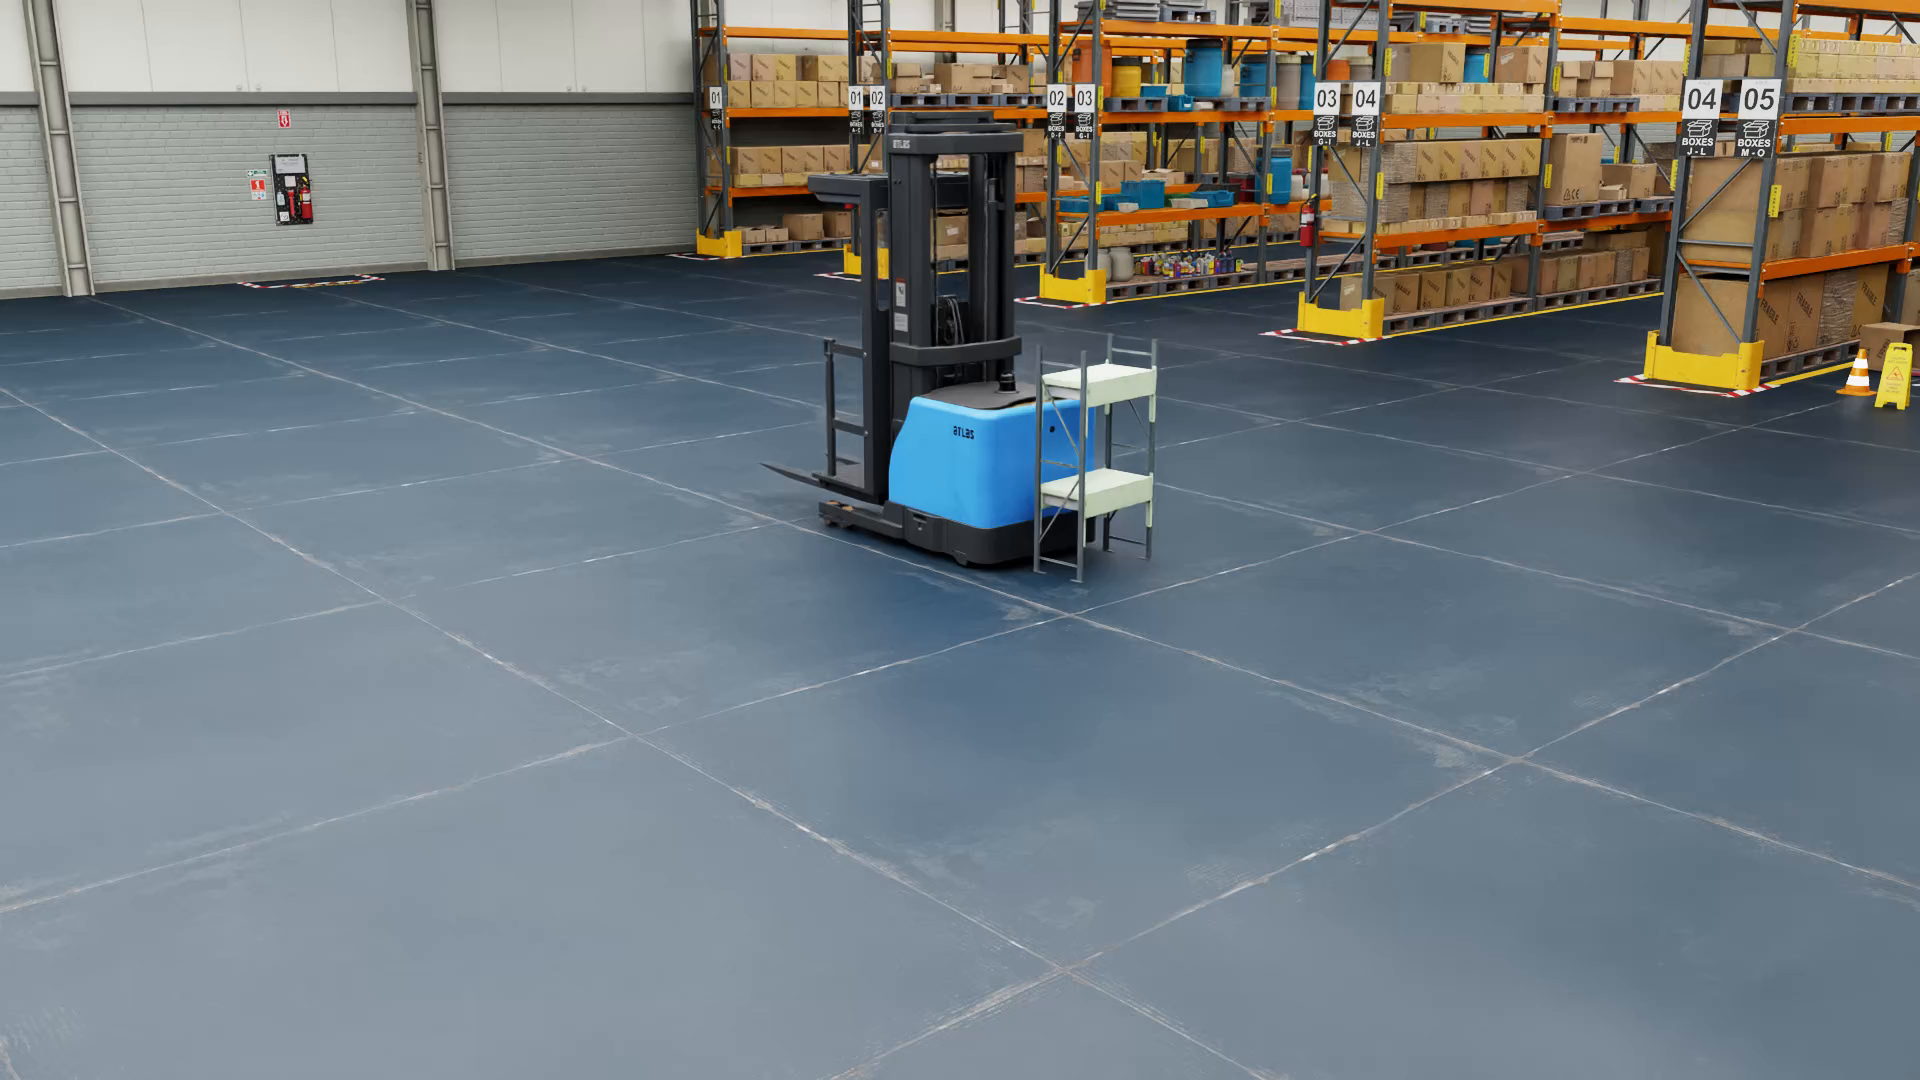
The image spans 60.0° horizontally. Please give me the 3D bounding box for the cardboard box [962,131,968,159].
[{"bbox_3d":[0.004,-7.119,29.883,0.500,0.500,0.700,-13,19,-39],"label":"cardboard box"}]

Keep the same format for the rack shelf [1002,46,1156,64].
[{"bbox_3d":[2.742,-11.113,38.087,4.000,0.370,1.077,-13,19,-39],"label":"rack shelf"}]

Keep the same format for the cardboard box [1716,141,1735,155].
[{"bbox_3d":[12.545,-6.402,27.769,0.637,0.503,0.797,-12,19,-38],"label":"cardboard box"}]

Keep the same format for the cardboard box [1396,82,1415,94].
[{"bbox_3d":[5.572,-5.765,21.225,0.250,0.149,0.380,-12,19,-38],"label":"cardboard box"}]

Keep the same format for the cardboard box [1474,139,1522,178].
[{"bbox_3d":[7.436,-5.307,23.097,0.500,0.500,0.500,-13,19,-39],"label":"cardboard box"}]

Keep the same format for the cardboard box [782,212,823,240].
[{"bbox_3d":[-3.204,-6.377,33.804,0.500,0.500,0.700,-14,21,-43],"label":"cardboard box"}]

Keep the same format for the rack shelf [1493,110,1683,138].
[{"bbox_3d":[9.479,-6.287,25.056,4.000,0.370,1.077,-13,19,-39],"label":"rack shelf"}]

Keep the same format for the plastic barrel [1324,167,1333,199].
[{"bbox_3d":[6.465,-6.193,28.860,0.433,0.535,0.433,0,15,0],"label":"plastic barrel"}]

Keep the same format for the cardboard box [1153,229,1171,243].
[{"bbox_3d":[3.865,-6.103,33.300,0.500,0.250,0.500,-13,20,-40],"label":"cardboard box"}]

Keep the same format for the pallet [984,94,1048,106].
[{"bbox_3d":[0.844,-8.033,30.368,1.213,0.211,1.003,-13,19,-39],"label":"pallet"}]

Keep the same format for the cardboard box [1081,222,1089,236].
[{"bbox_3d":[2.327,-6.026,31.926,0.500,0.311,0.500,-13,20,-40],"label":"cardboard box"}]

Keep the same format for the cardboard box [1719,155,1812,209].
[{"bbox_3d":[8.793,-3.947,18.330,0.550,0.550,0.875,-13,19,-39],"label":"cardboard box"}]

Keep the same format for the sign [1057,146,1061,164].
[{"bbox_3d":[1.836,-7.124,30.778,0.005,0.325,0.100,-13,19,-39],"label":"sign"}]

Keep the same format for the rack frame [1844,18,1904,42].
[{"bbox_3d":[17.023,-9.778,30.918,0.127,3.000,1.000,-13,19,-39],"label":"rack frame"}]

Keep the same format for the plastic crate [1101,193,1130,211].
[{"bbox_3d":[2.377,-5.313,26.117,0.408,0.251,0.499,-13,19,-39],"label":"plastic crate"}]

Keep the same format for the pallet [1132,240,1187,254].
[{"bbox_3d":[3.842,-5.974,33.707,1.213,0.211,1.003,-13,19,-39],"label":"pallet"}]

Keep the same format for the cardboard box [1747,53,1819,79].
[{"bbox_3d":[8.665,-4.990,17.511,0.500,0.250,0.500,-13,20,-39],"label":"cardboard box"}]

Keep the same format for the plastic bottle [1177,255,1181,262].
[{"bbox_3d":[3.609,-4.585,27.537,0.097,0.271,0.097,0,15,0],"label":"plastic bottle"}]

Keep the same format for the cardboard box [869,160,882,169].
[{"bbox_3d":[-1.384,-6.562,29.052,0.250,0.149,0.380,-13,20,-40],"label":"cardboard box"}]

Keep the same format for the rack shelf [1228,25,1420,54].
[{"bbox_3d":[6.228,-8.507,28.330,4.000,0.370,1.077,-13,19,-39],"label":"rack shelf"}]

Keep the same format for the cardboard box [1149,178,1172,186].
[{"bbox_3d":[3.991,-7.126,33.101,0.250,0.149,0.380,-13,19,-39],"label":"cardboard box"}]

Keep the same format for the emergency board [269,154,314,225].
[{"bbox_3d":[-11.257,-5.921,28.105,0.643,1.169,0.194,-13,19,-39],"label":"emergency board"}]

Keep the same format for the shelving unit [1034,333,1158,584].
[{"bbox_3d":[0.890,-0.550,10.904,0.431,1.500,0.755,14,20,41],"label":"shelving unit"}]

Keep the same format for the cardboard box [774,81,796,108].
[{"bbox_3d":[-3.567,-8.750,32.649,0.500,0.500,0.500,-12,19,-37],"label":"cardboard box"}]

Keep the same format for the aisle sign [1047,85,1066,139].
[{"bbox_3d":[1.453,-6.435,24.990,0.004,0.787,0.394,-13,19,-39],"label":"aisle sign"}]

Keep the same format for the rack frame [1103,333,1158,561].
[{"bbox_3d":[1.140,-0.619,11.162,0.400,1.500,0.023,14,20,41],"label":"rack frame"}]

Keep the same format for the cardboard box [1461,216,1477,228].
[{"bbox_3d":[6.860,-4.380,22.823,0.250,0.149,0.380,-13,19,-39],"label":"cardboard box"}]

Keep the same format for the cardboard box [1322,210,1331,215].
[{"bbox_3d":[8.315,-7.323,37.711,0.500,0.311,0.500,-13,19,-39],"label":"cardboard box"}]

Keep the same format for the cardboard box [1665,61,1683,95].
[{"bbox_3d":[10.792,-7.134,25.669,0.500,0.500,0.500,-12,19,-38],"label":"cardboard box"}]

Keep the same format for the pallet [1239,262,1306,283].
[{"bbox_3d":[5.286,-4.604,28.577,1.213,0.211,1.003,-13,19,-39],"label":"pallet"}]

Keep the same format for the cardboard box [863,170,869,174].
[{"bbox_3d":[-1.942,-7.537,34.407,0.500,0.250,0.500,-13,19,-39],"label":"cardboard box"}]

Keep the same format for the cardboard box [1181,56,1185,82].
[{"bbox_3d":[4.821,-9.506,33.584,0.500,0.500,0.500,-13,19,-39],"label":"cardboard box"}]

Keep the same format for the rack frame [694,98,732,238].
[{"bbox_3d":[-4.801,-7.062,32.375,0.127,3.000,1.000,-13,19,-39],"label":"rack frame"}]

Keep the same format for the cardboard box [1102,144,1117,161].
[{"bbox_3d":[3.305,-8.997,38.812,0.500,0.500,0.500,-13,19,-39],"label":"cardboard box"}]

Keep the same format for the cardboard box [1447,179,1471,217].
[{"bbox_3d":[6.475,-4.715,22.821,0.500,0.500,0.875,-13,19,-39],"label":"cardboard box"}]

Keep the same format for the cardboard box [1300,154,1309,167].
[{"bbox_3d":[7.714,-8.314,36.869,0.500,0.500,0.500,-12,19,-38],"label":"cardboard box"}]

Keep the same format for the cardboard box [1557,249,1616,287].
[{"bbox_3d":[9.663,-4.218,25.719,0.500,0.500,0.700,-11,18,-35],"label":"cardboard box"}]

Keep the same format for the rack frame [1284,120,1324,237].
[{"bbox_3d":[7.506,-8.131,36.377,0.127,3.000,1.000,-13,19,-39],"label":"rack frame"}]

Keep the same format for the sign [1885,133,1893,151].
[{"bbox_3d":[17.369,-7.445,31.108,0.005,0.325,0.100,-13,19,-39],"label":"sign"}]

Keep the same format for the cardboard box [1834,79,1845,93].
[{"bbox_3d":[9.364,-4.932,18.068,0.250,0.149,0.380,-13,19,-39],"label":"cardboard box"}]

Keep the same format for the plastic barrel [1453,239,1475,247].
[{"bbox_3d":[9.799,-6.146,32.200,0.708,0.901,0.600,-13,19,-39],"label":"plastic barrel"}]

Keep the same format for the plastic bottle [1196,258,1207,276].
[{"bbox_3d":[3.909,-4.428,26.941,0.135,0.276,0.152,-12,19,-38],"label":"plastic bottle"}]

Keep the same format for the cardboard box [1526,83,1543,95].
[{"bbox_3d":[7.915,-6.305,23.246,0.250,0.149,0.380,-12,19,-38],"label":"cardboard box"}]

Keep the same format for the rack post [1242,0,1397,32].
[{"bbox_3d":[6.149,-9.156,28.203,3.121,1.000,1.013,-13,19,-39],"label":"rack post"}]

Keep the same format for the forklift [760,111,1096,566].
[{"bbox_3d":[-0.380,-1.566,11.934,1.130,2.935,3.031,-12,19,-37],"label":"forklift"}]

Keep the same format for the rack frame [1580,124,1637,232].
[{"bbox_3d":[13.772,-7.844,35.302,0.127,3.000,1.000,-13,19,-39],"label":"rack frame"}]

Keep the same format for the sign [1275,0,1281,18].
[{"bbox_3d":[5.072,-8.499,26.536,0.005,0.325,0.100,-13,19,-39],"label":"sign"}]

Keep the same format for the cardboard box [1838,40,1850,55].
[{"bbox_3d":[9.361,-5.317,17.965,0.250,0.149,0.380,-13,20,-40],"label":"cardboard box"}]

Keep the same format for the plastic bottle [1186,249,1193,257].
[{"bbox_3d":[3.838,-4.688,27.767,0.185,0.351,0.144,-12,19,-38],"label":"plastic bottle"}]

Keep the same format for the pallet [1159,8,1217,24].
[{"bbox_3d":[3.195,-8.072,25.672,1.213,0.211,1.003,-13,19,-39],"label":"pallet"}]

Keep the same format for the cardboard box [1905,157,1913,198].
[{"bbox_3d":[11.521,-4.480,20.580,0.500,0.500,0.700,-13,20,-40],"label":"cardboard box"}]

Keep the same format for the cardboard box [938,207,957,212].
[{"bbox_3d":[-0.471,-7.048,36.315,0.500,0.500,0.700,-12,19,-39],"label":"cardboard box"}]

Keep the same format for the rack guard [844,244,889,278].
[{"bbox_3d":[-1.565,-4.886,29.074,0.348,0.500,1.175,-13,19,-39],"label":"rack guard"}]

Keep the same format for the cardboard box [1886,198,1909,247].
[{"bbox_3d":[10.880,-3.871,20.140,0.550,0.550,0.875,-13,19,-39],"label":"cardboard box"}]

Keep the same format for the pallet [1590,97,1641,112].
[{"bbox_3d":[9.287,-6.465,24.692,1.003,0.211,1.213,-13,19,-39],"label":"pallet"}]

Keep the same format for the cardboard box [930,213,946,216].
[{"bbox_3d":[-0.593,-5.656,30.173,0.500,0.500,0.500,-13,19,-39],"label":"cardboard box"}]
